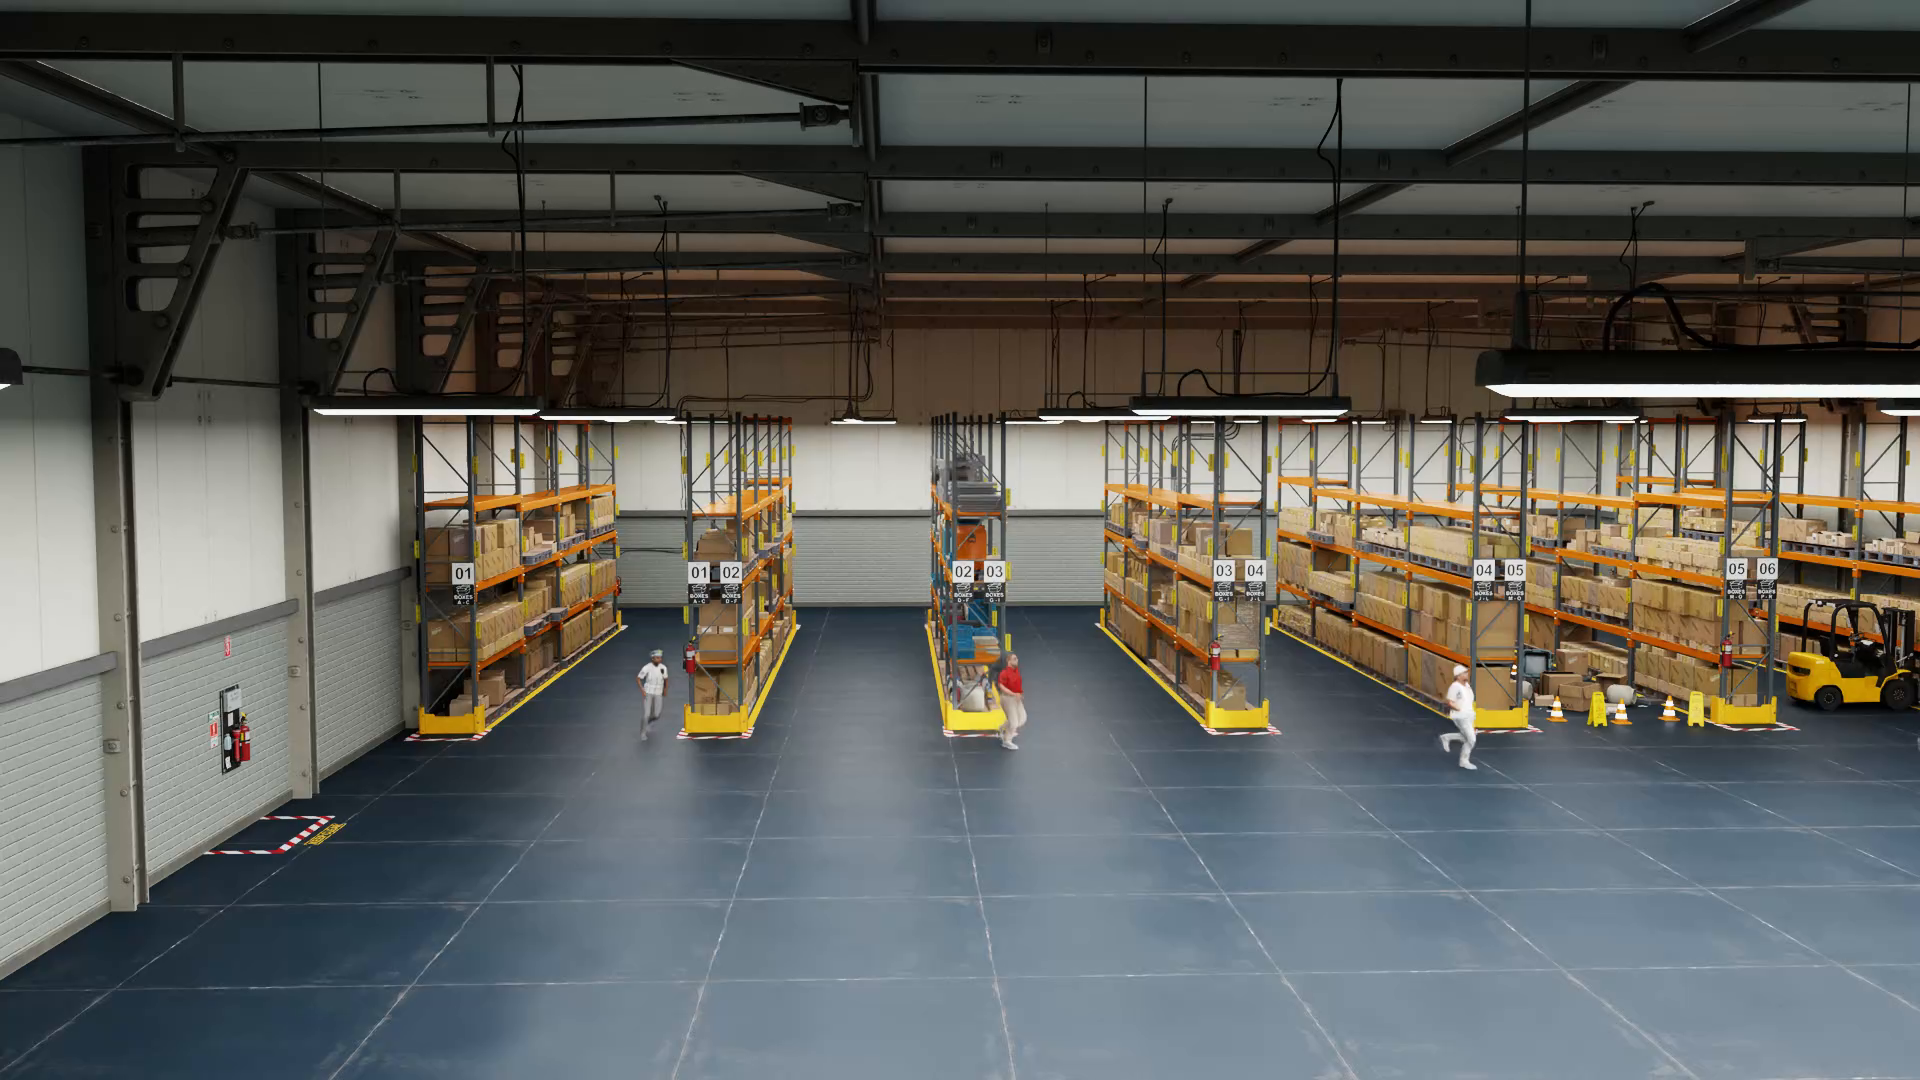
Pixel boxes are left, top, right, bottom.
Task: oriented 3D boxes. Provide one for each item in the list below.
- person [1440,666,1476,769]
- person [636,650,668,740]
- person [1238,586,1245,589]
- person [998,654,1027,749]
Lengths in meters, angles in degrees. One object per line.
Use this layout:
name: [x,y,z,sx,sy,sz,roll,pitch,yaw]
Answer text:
person: [8.406,2.969,28.046,0.665,1.722,0.694,3,5,34]
person: [-5.638,2.837,30.618,0.627,1.641,0.493,-2,4,-26]
person: [7.933,1.638,48.193,0.823,1.617,0.642,2,5,31]
person: [0.917,2.865,29.677,0.624,1.684,0.697,2,4,30]
